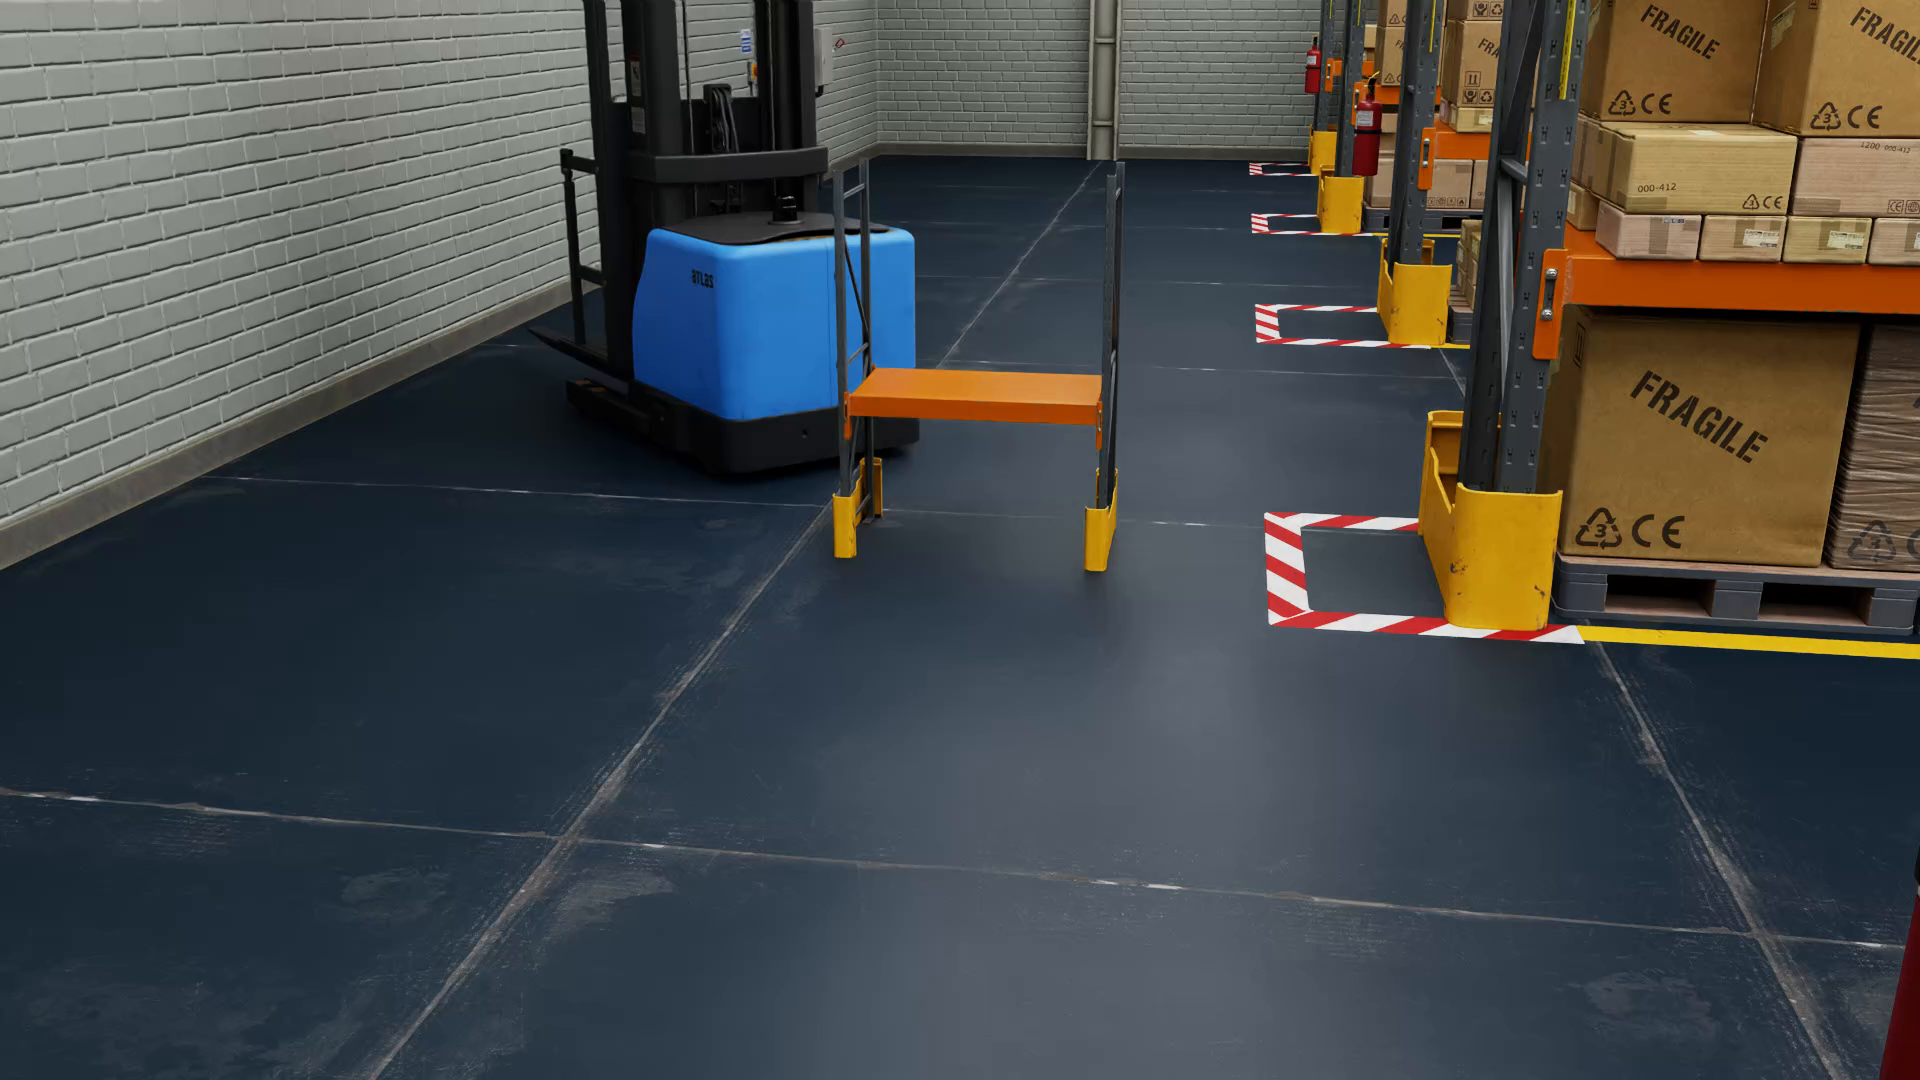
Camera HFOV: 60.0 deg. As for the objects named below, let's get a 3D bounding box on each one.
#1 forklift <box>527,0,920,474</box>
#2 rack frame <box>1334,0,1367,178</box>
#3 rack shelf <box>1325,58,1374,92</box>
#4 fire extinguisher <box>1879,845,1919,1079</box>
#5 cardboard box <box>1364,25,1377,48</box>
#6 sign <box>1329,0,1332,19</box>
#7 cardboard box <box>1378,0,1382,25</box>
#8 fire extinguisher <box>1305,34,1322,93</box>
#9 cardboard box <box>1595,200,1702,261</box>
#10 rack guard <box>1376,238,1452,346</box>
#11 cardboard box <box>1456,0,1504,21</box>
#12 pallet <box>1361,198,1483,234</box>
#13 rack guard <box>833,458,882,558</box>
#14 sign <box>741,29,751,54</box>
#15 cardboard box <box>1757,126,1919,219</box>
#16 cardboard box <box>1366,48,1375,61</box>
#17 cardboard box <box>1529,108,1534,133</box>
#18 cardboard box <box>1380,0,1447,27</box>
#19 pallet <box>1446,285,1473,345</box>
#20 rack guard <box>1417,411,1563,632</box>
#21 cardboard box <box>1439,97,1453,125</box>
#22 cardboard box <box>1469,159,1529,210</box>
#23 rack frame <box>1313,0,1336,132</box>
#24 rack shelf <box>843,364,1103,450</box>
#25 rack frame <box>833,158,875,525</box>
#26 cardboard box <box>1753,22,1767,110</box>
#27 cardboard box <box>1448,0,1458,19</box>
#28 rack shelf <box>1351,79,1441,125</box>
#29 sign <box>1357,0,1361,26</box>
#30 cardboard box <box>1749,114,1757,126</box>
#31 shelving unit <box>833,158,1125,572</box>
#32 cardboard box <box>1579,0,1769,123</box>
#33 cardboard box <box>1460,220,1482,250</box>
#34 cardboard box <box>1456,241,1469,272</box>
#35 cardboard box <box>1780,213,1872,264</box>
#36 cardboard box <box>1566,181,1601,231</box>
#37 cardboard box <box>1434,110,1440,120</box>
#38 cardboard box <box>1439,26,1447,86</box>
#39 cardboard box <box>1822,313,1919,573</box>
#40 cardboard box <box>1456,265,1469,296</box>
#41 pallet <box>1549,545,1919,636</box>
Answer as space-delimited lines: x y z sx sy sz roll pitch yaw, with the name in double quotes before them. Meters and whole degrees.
"forklift" -1.440 -2.101 8.464 1.130 2.935 3.031 -12 22 -32
"rack frame" 3.586 -4.392 15.203 0.127 3.000 1.000 3 19 9
"rack shelf" 6.344 -5.506 19.664 4.000 0.370 1.077 3 19 9
"fire extinguisher" 1.151 0.328 1.806 0.183 0.674 0.296 3 19 9
"cardboard box" 4.774 -5.910 19.507 0.500 0.250 0.500 3 19 9
"sign" 4.283 -6.188 19.206 0.005 0.325 0.100 3 19 9
"cardboard box" 4.099 -4.964 15.179 0.500 0.500 0.500 4 19 10
"fire extinguisher" 4.151 -5.597 19.512 0.183 0.674 0.296 3 19 9
"cardboard box" 2.312 -1.047 5.602 0.250 0.149 0.380 3 19 9
"rack guard" 2.975 -1.647 10.938 0.348 0.500 1.175 3 19 9
"cardboard box" 3.301 -3.393 10.015 0.500 0.500 0.500 3 19 8
"pallet" 4.387 -3.054 15.598 1.213 0.211 1.003 3 19 9
"rack guard" -0.416 -0.140 6.827 0.087 0.250 0.587 3 19 9
"sign" -2.054 -4.785 15.950 0.001 0.218 0.327 3 19 9
"cardboard box" 2.959 -1.225 5.504 0.500 0.250 0.500 3 19 8
"cardboard box" 4.909 -5.728 19.590 0.250 0.149 0.380 3 19 10
"cardboard box" 3.426 -2.598 10.238 0.250 0.149 0.380 4 19 11
"cardboard box" 4.014 -4.800 14.690 0.500 0.500 0.500 3 19 7
"pallet" 3.772 -1.458 10.829 1.213 0.211 1.003 3 19 9
"rack guard" 1.990 -0.103 6.324 0.348 0.500 1.175 3 19 9
"cardboard box" 3.267 -2.789 10.808 0.250 0.149 0.380 3 19 9
"cardboard box" 5.158 -3.331 15.407 0.875 0.438 0.875 3 19 10
"rack frame" 4.369 -5.948 19.851 0.127 3.000 1.000 3 19 9
"rack shelf" 0.084 -0.536 6.609 1.000 0.185 0.538 3 19 9
"rack frame" -0.418 -0.733 6.629 0.032 1.500 0.500 3 19 9
"cardboard box" 4.818 -2.844 9.951 0.500 0.500 0.500 2 19 7
"cardboard box" 3.391 -3.554 10.495 0.500 0.500 0.500 3 19 8
"rack shelf" 5.560 -3.950 15.016 4.000 0.370 1.077 3 19 9
"sign" 3.492 -4.667 14.534 0.005 0.325 0.100 3 19 9
"cardboard box" 3.035 -1.391 5.999 0.500 0.250 0.500 3 19 8
"shelving unit" 0.075 -0.707 6.554 1.083 1.500 0.587 3 19 9
"cardboard box" 2.536 -1.771 5.954 0.500 0.500 0.500 3 19 9
"cardboard box" 3.463 -2.019 11.002 0.250 0.149 0.380 3 19 9
"cardboard box" 3.467 -1.888 11.079 0.250 0.149 0.380 2 19 7
"cardboard box" 2.818 -1.022 5.526 0.250 0.149 0.380 2 19 7
"cardboard box" 2.418 -1.254 6.219 0.250 0.149 0.380 3 19 10
"cardboard box" 5.796 -4.846 19.835 0.500 0.500 0.700 4 19 11
"cardboard box" 4.518 -4.309 14.796 0.500 0.500 0.500 3 19 8
"cardboard box" 3.557 -0.426 6.036 0.875 0.875 0.875 3 19 9
"cardboard box" 3.453 -1.722 11.055 0.250 0.149 0.380 3 19 10
"pallet" 2.816 0.051 6.320 1.213 0.211 1.003 3 19 9
